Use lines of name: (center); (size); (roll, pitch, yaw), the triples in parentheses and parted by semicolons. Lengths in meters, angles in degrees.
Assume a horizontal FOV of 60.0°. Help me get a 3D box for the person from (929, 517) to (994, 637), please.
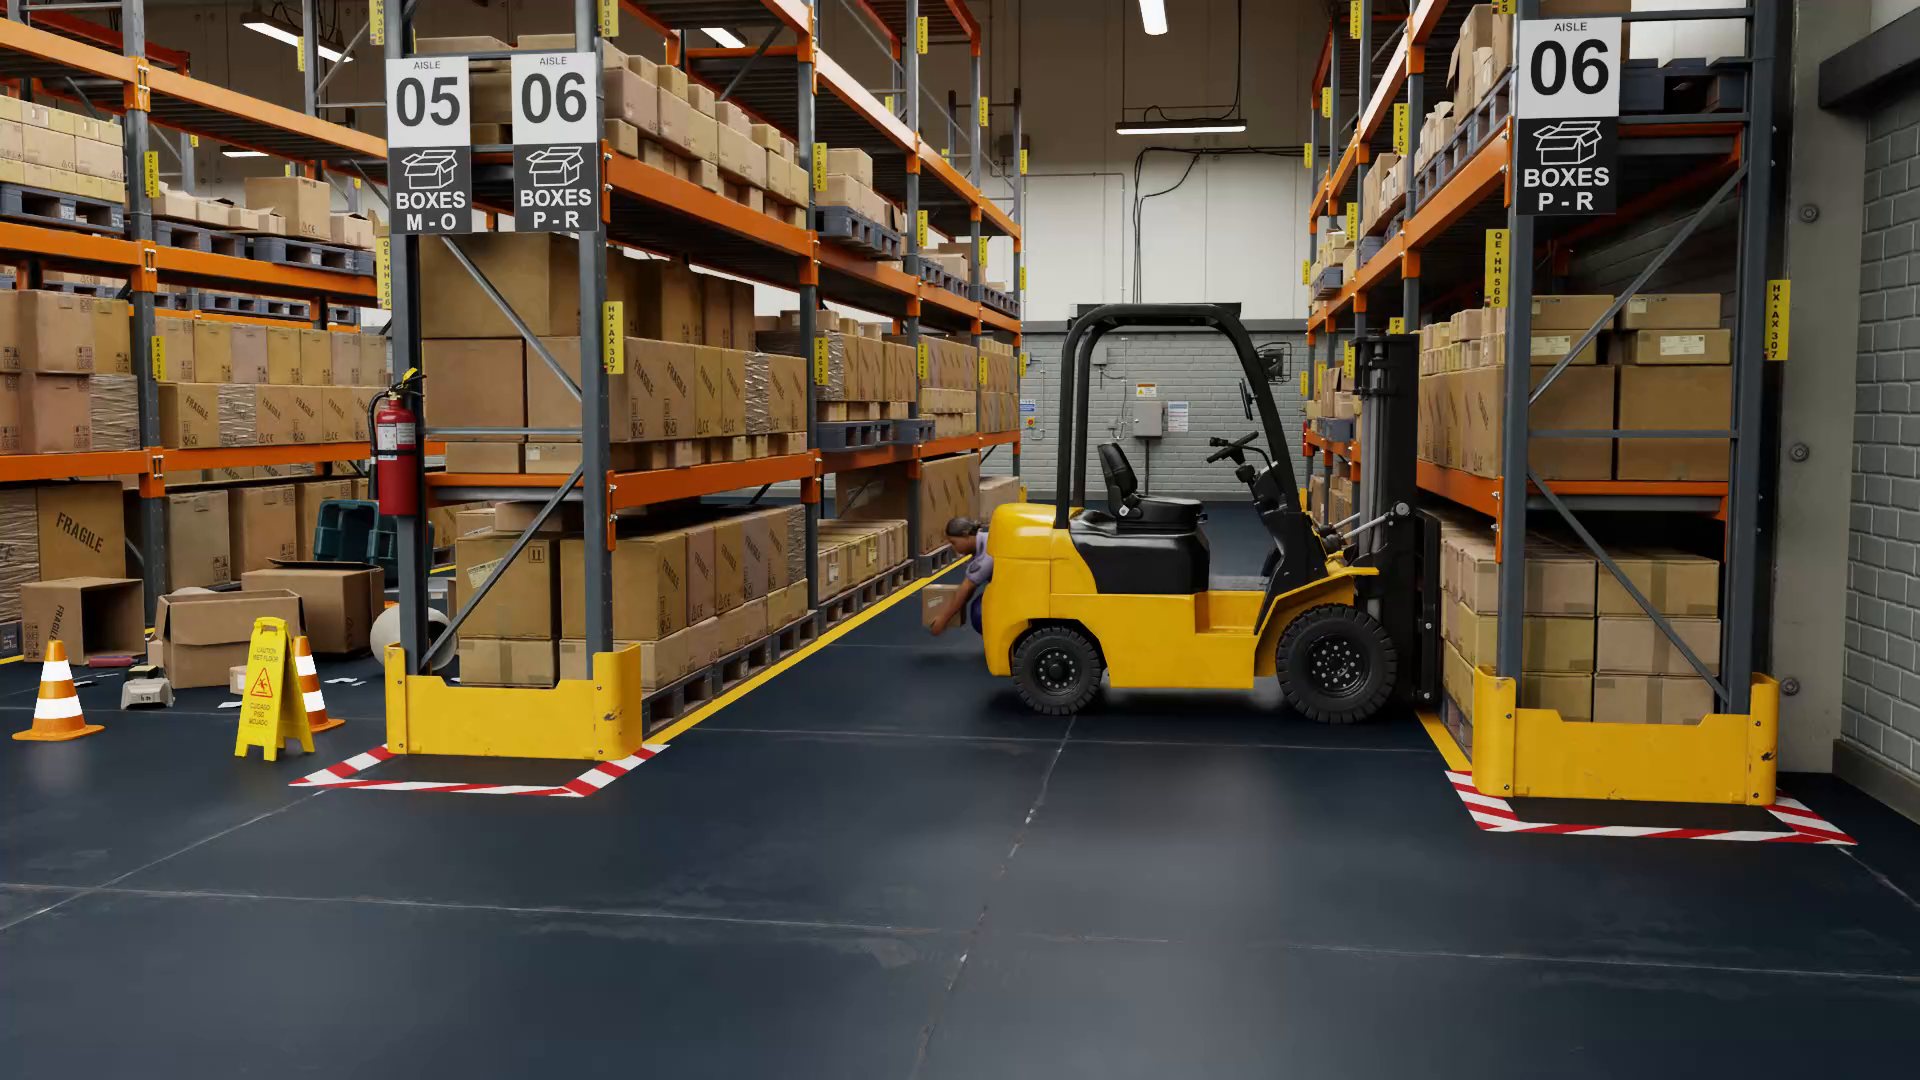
person: (0.219, 0.304, 10.836); (0.836, 0.924, 0.533); (0, 5, 0)
